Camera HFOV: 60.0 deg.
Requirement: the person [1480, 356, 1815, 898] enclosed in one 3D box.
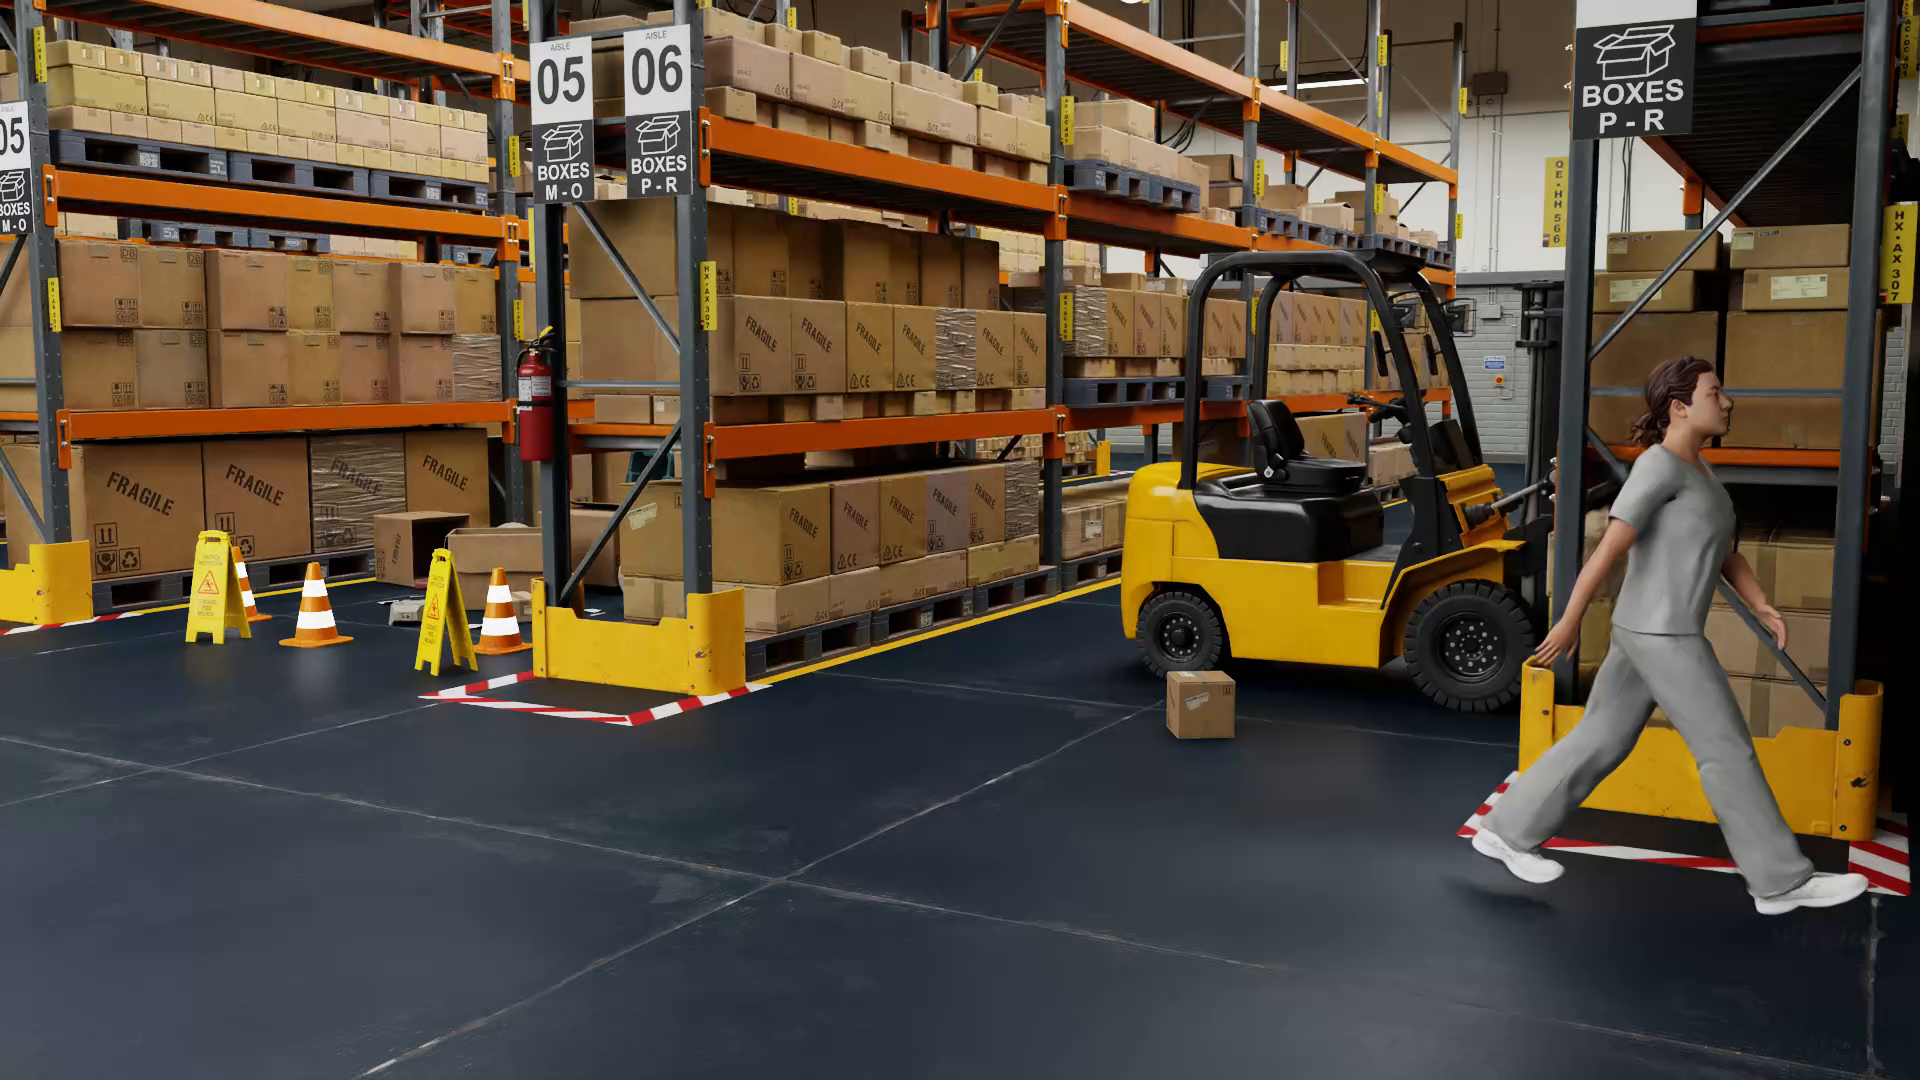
[{"bbox_3d":[2.035,0.239,4.895,0.924,1.553,0.468,3,7,28],"label":"person"}]
